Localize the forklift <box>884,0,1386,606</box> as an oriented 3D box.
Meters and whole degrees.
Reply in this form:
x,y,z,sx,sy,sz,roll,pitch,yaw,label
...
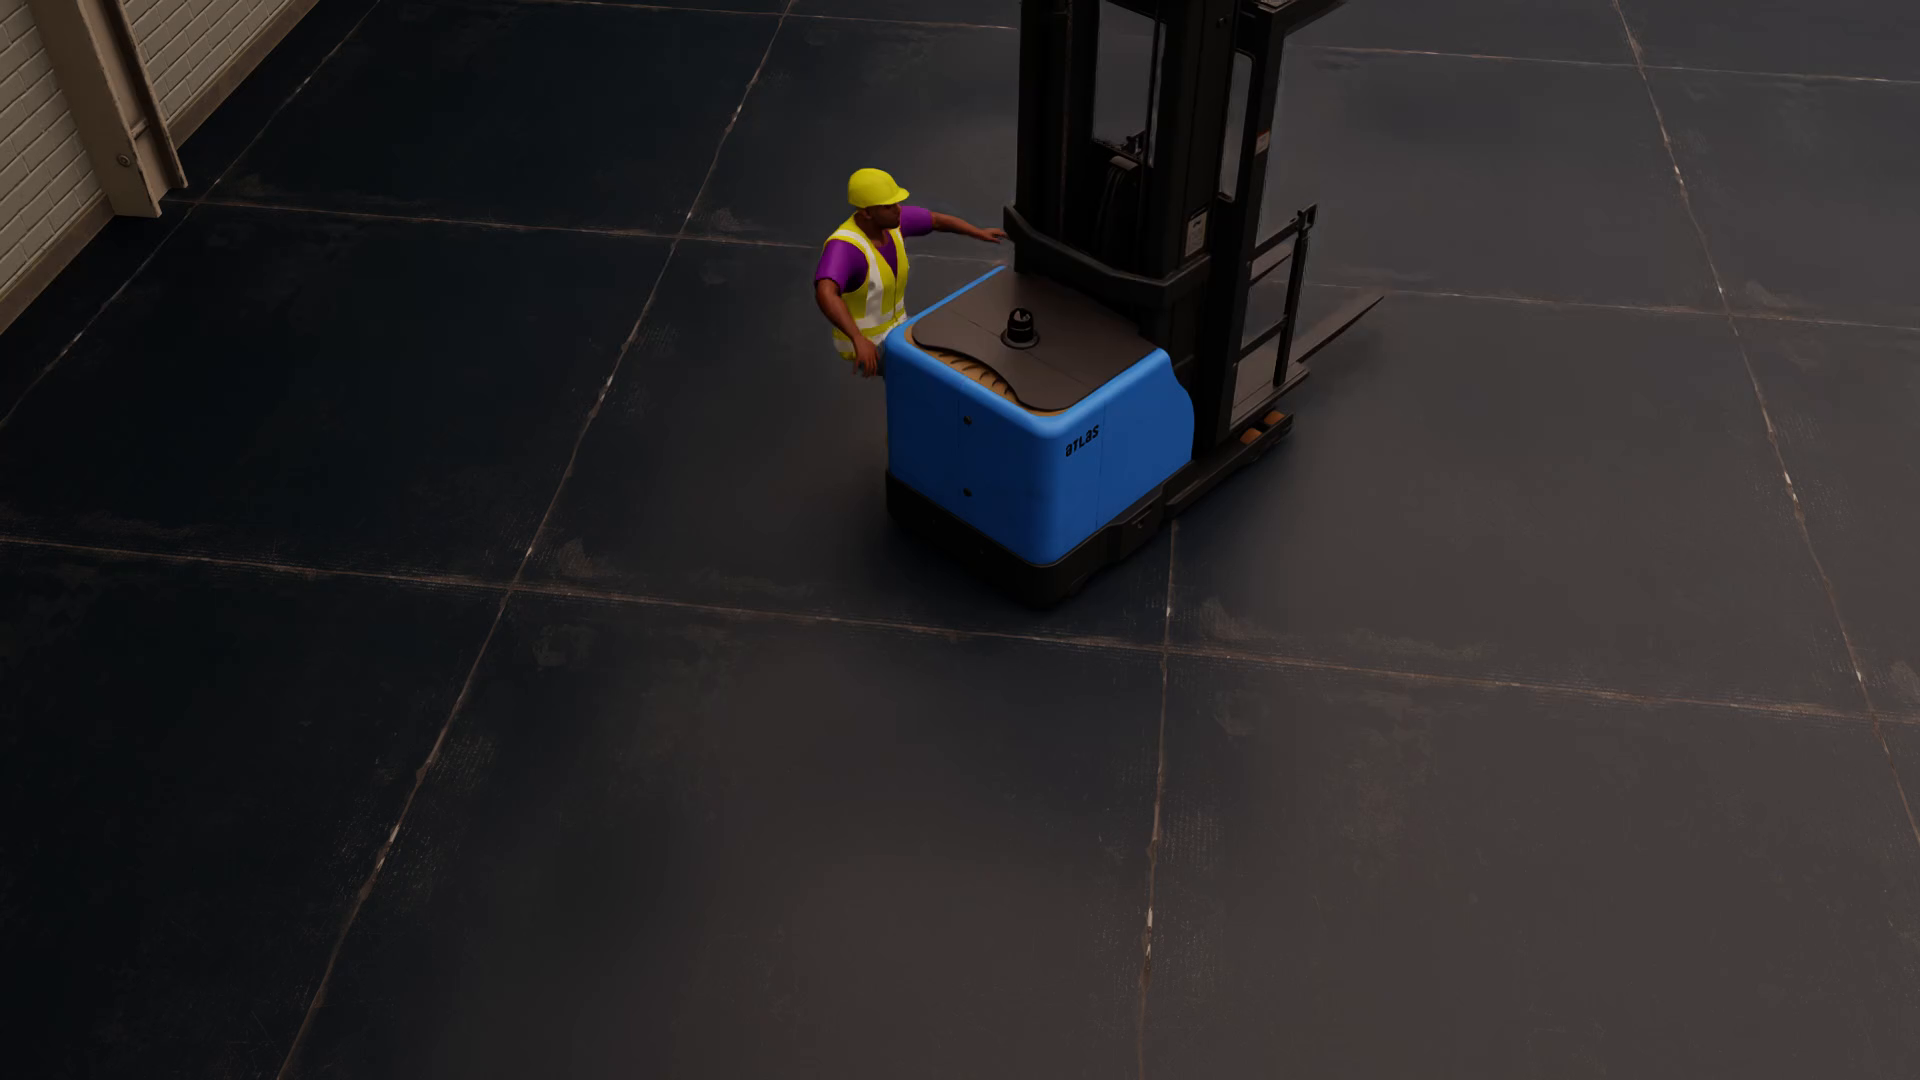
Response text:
x,y,z,sx,sy,sz,roll,pitch,yaw,label
1.032,-1.687,7.561,1.130,2.935,3.031,33,52,31,forklift

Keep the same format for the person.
x,y,z,sx,sy,sz,roll,pitch,yaw,label
-0.201,-0.976,7.832,0.876,1.532,1.108,12,44,13,person
